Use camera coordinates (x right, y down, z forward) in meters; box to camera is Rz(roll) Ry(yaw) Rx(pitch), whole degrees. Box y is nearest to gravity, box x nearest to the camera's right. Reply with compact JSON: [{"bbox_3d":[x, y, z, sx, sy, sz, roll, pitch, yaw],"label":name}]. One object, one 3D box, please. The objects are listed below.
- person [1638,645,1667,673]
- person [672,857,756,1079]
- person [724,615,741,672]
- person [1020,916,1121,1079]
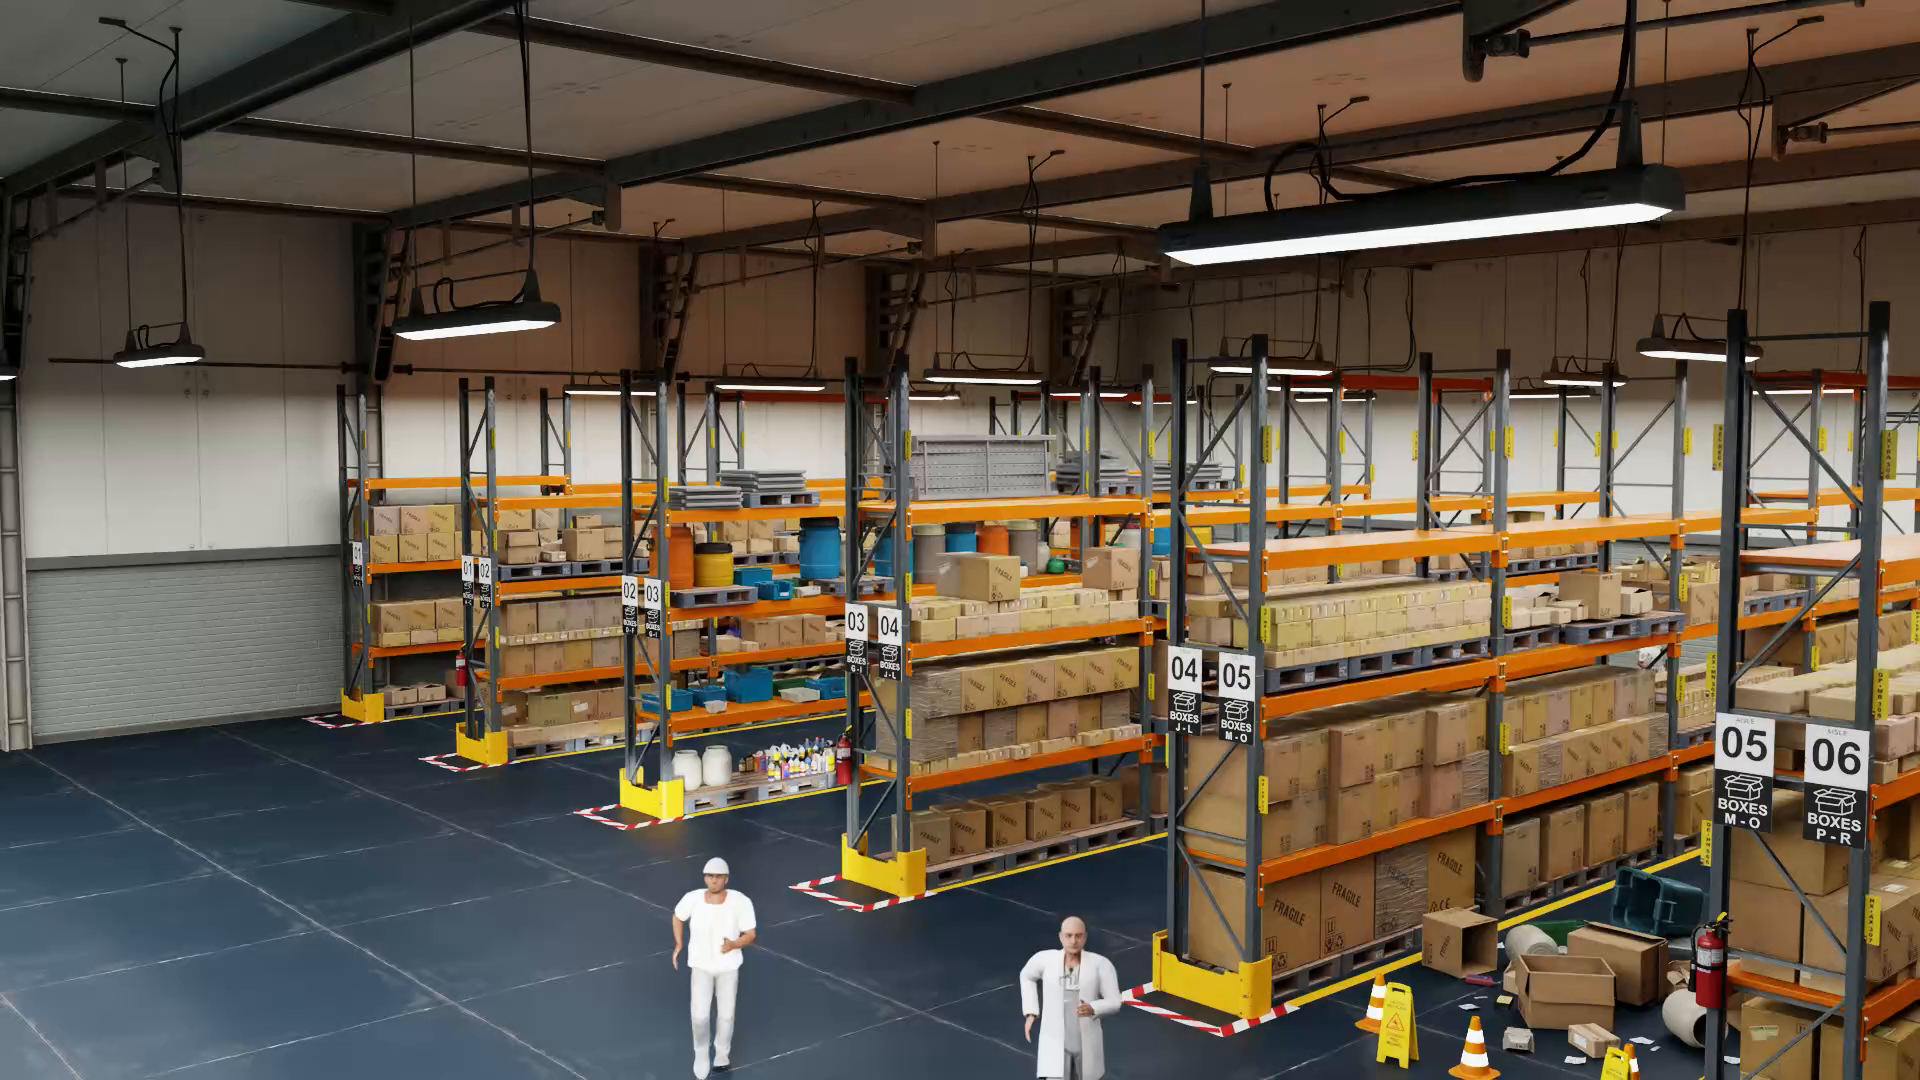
[{"bbox_3d":[12.352,2.416,29.628,0.614,1.658,0.683,-1,4,-21],"label":"person"},{"bbox_3d":[-1.961,3.413,13.256,0.676,1.765,0.697,0,4,-6],"label":"person"},{"bbox_3d":[-4.257,2.268,31.354,0.566,1.700,0.772,3,5,38],"label":"person"},{"bbox_3d":[0.767,3.518,11.510,0.672,1.848,0.855,0,4,-2],"label":"person"}]
